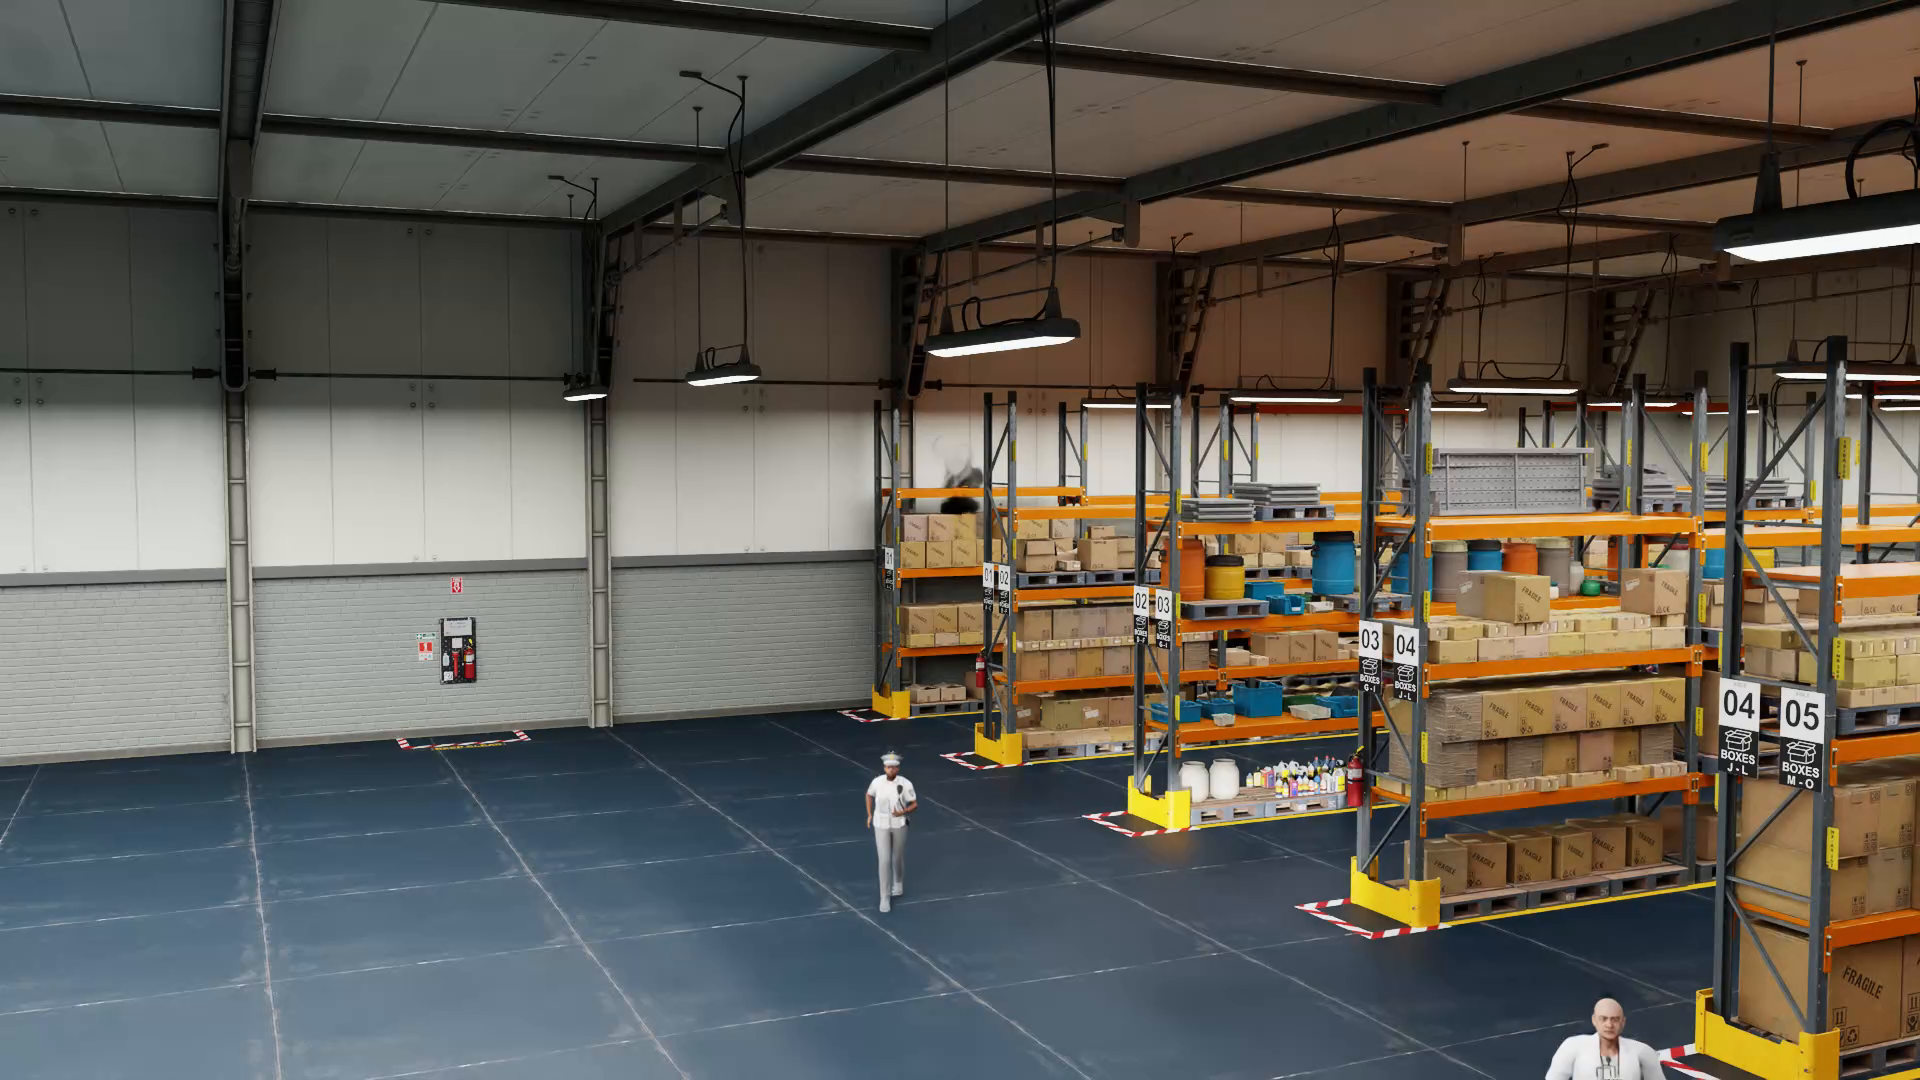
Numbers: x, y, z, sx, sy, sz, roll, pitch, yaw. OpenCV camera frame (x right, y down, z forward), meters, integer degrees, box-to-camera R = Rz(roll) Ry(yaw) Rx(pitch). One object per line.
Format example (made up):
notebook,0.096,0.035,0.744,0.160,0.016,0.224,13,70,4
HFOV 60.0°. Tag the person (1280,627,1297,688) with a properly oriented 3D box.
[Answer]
person,6.180,2.510,31.287,0.726,1.740,0.590,-2,4,-26

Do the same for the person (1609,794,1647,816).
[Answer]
person,8.748,3.073,21.673,0.702,1.621,0.536,-2,4,-31

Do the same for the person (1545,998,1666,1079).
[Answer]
person,4.012,3.705,10.323,0.721,1.754,0.746,1,3,16

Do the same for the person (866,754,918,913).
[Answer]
person,-0.767,3.217,18.603,0.586,1.699,0.867,0,3,0
